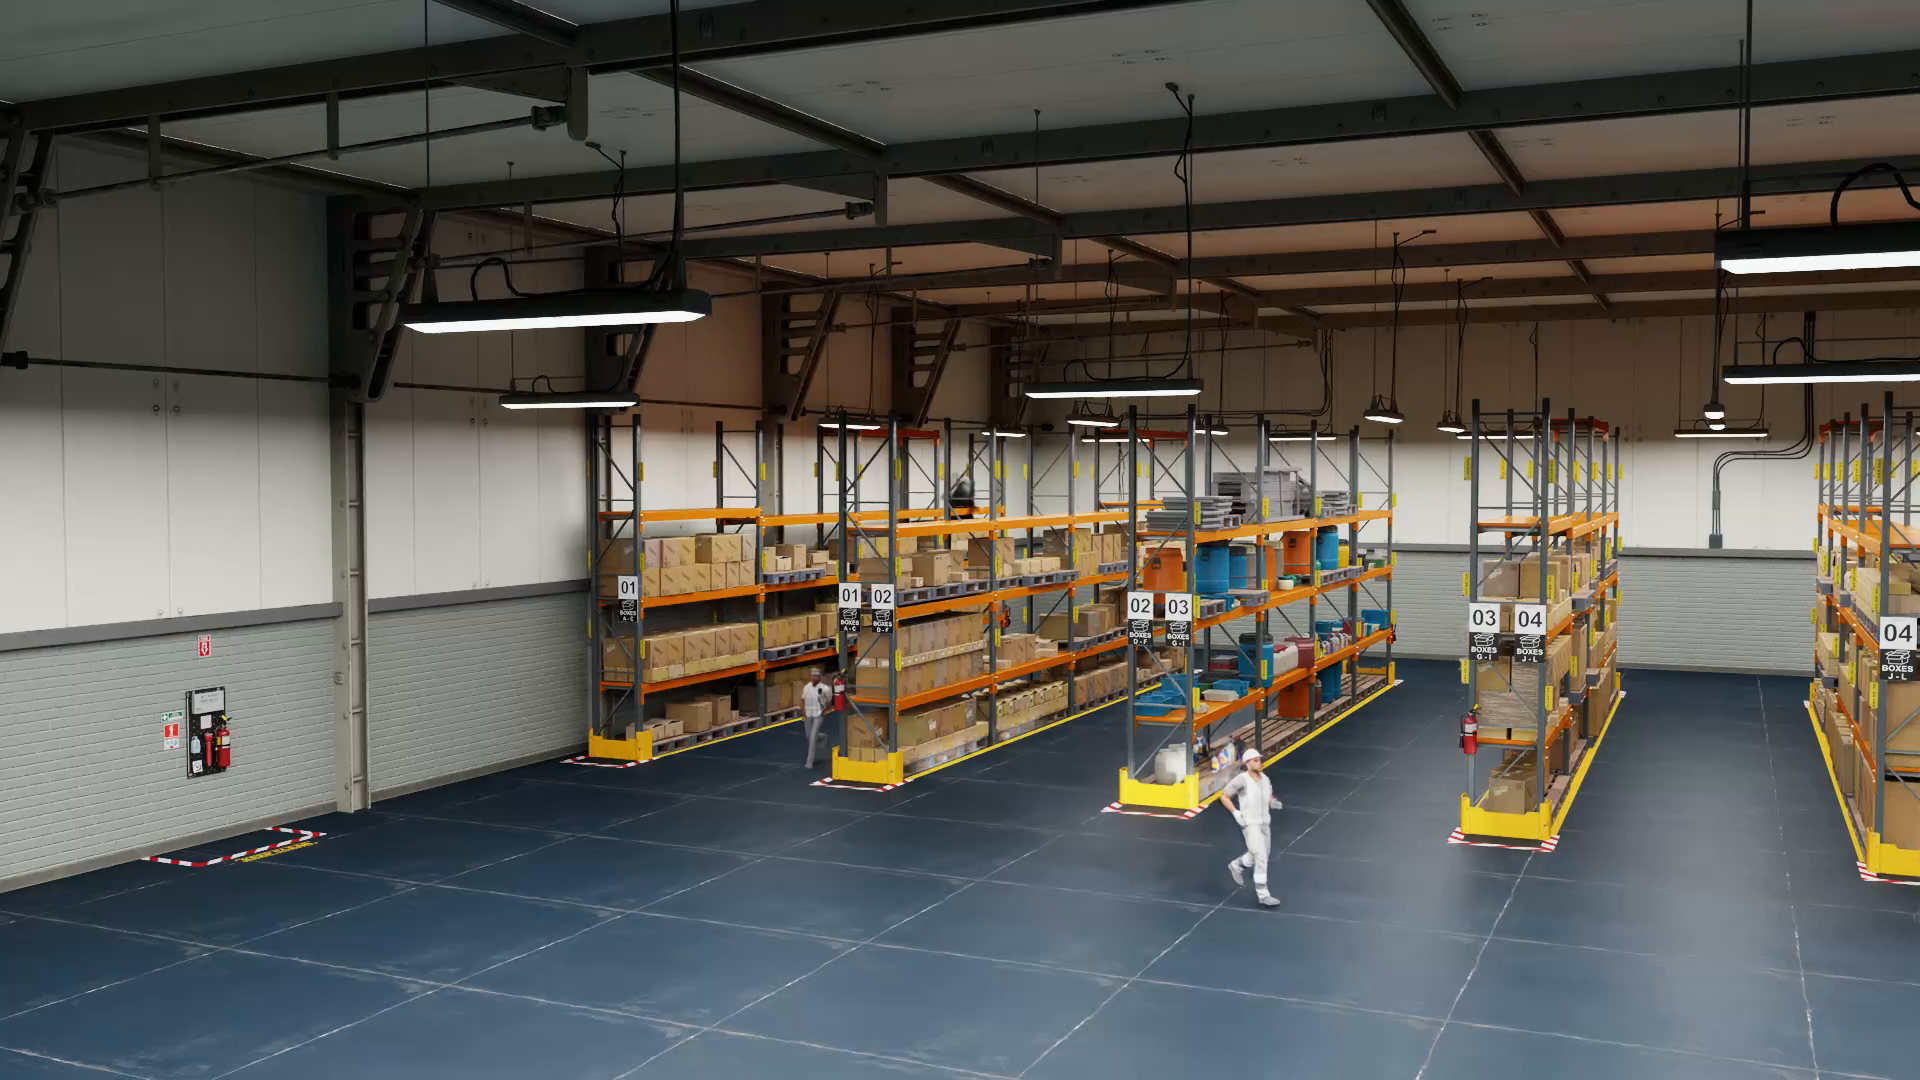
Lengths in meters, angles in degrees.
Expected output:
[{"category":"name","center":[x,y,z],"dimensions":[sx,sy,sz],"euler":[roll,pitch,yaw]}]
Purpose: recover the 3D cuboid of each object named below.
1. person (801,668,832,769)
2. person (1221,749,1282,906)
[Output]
[{"category":"person","center":[-2.461,3.021,28.466],"dimensions":[0.557,1.693,0.963],"euler":[1,3,23]},{"category":"person","center":[3.416,3.317,19.395],"dimensions":[0.636,1.765,0.914],"euler":[-2,3,-35]}]
